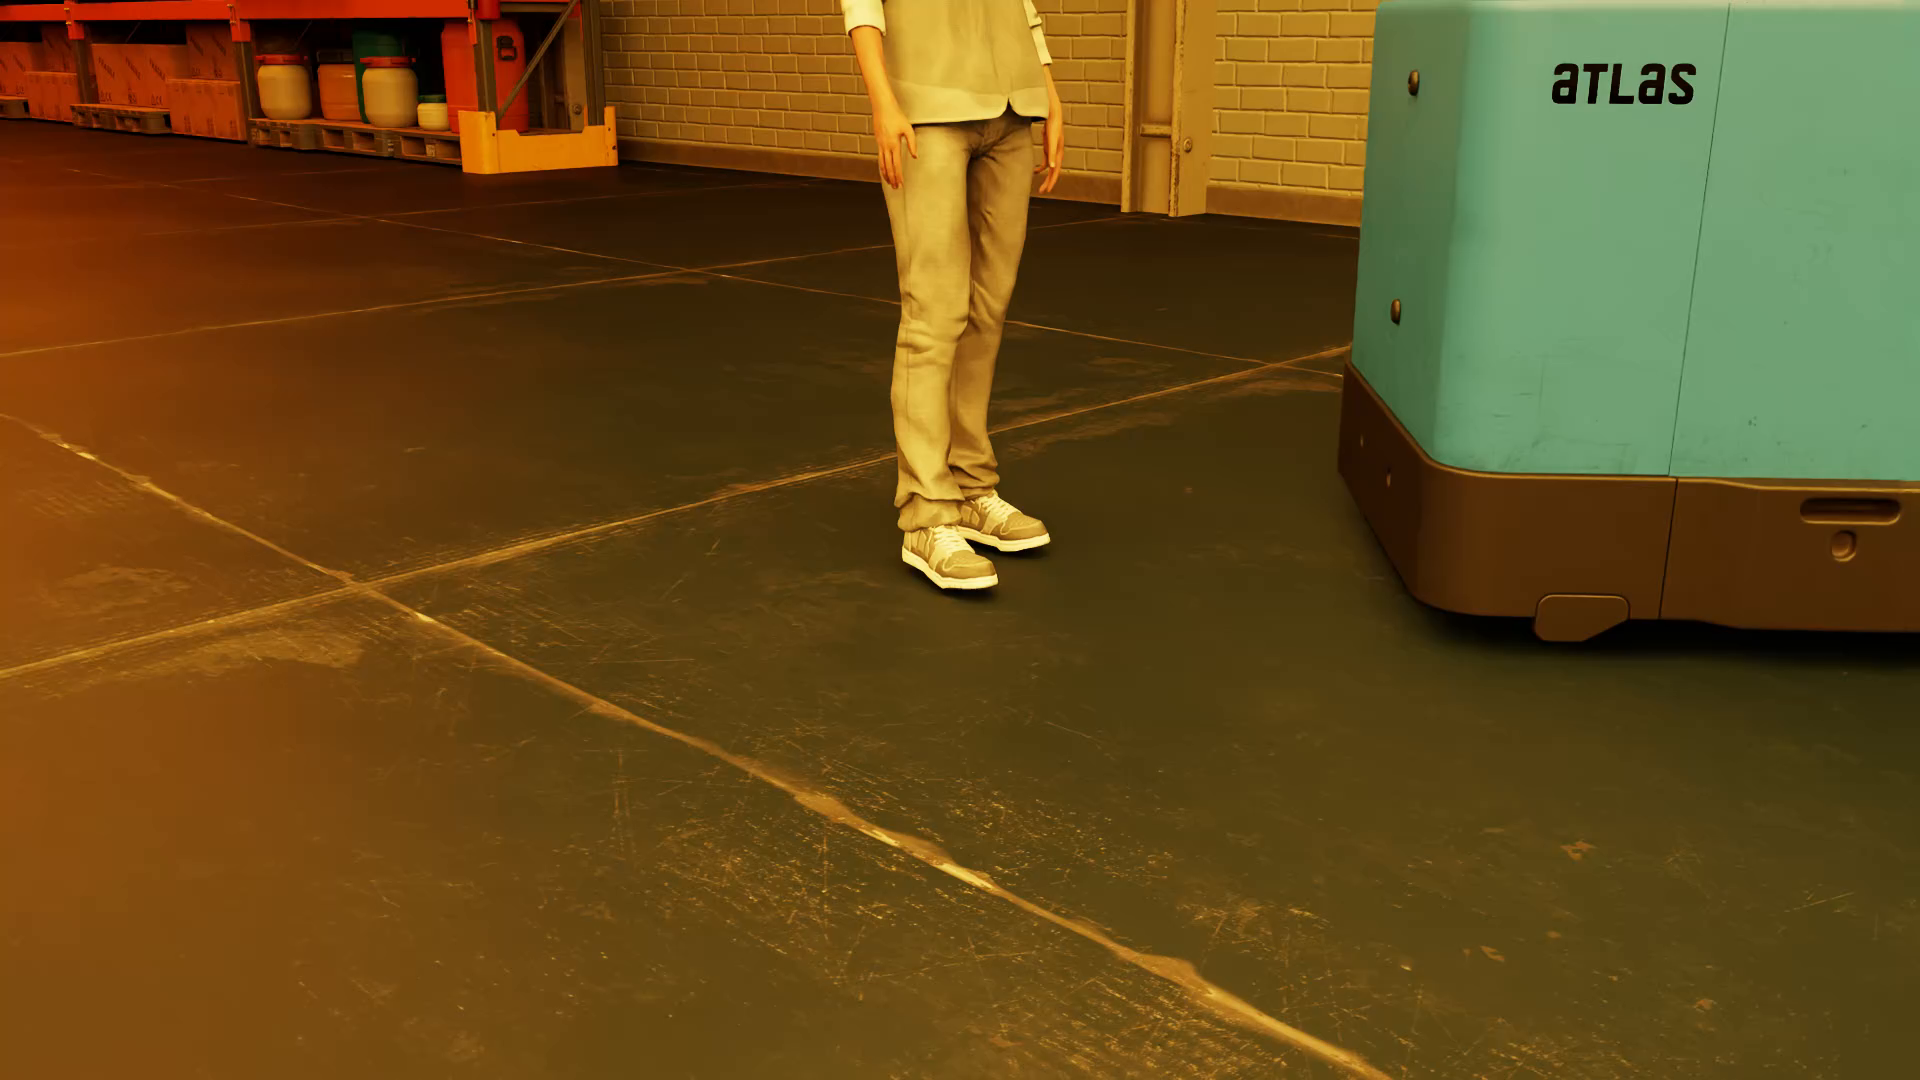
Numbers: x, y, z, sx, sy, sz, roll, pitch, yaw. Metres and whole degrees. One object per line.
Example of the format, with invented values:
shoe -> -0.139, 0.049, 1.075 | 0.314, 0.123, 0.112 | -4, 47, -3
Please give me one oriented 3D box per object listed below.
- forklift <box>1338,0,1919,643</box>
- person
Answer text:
forklift -> 2.312, -1.332, 2.739 | 3.031, 2.935, 1.130 | 1, 17, 4
person -> 0.043, -0.752, 3.098 | 0.474, 1.598, 0.519 | 16, 23, 42
